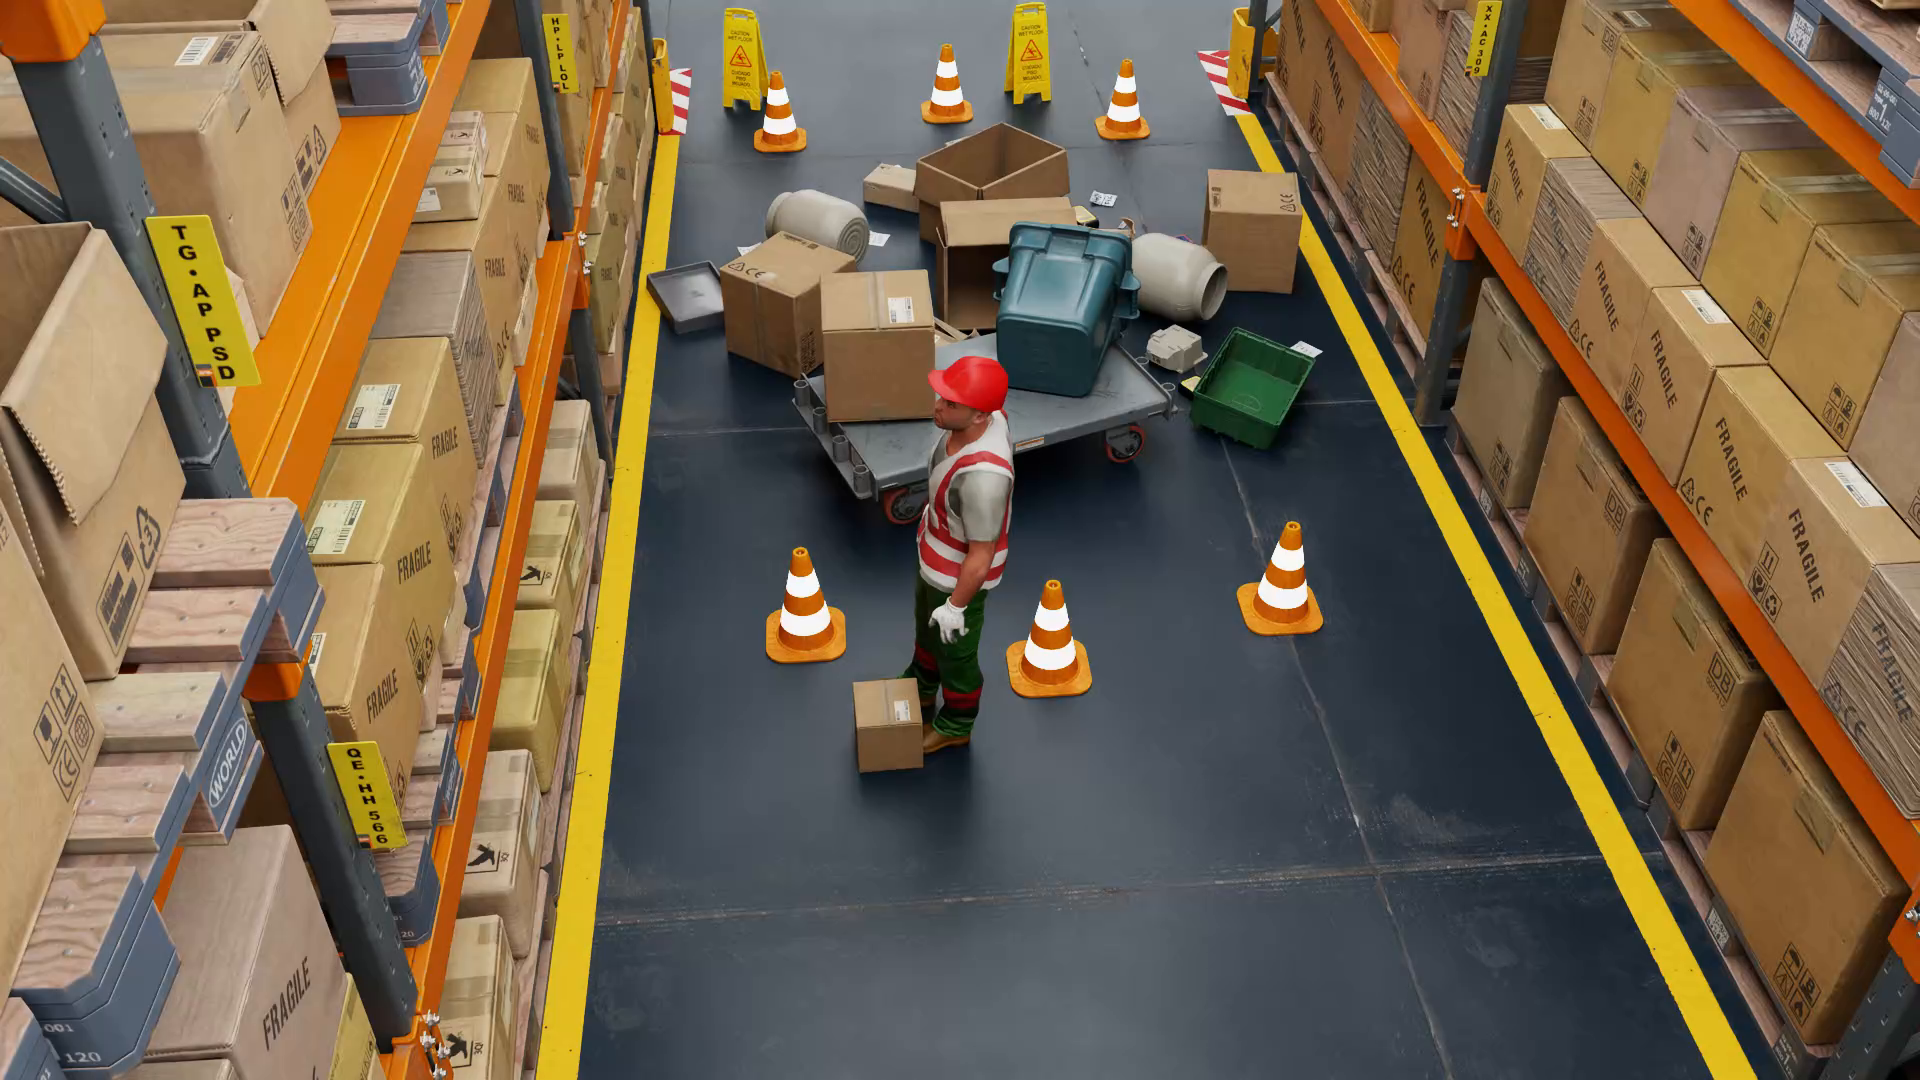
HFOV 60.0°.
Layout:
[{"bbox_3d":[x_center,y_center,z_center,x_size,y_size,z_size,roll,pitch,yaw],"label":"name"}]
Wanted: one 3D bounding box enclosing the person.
[{"bbox_3d":[-0.093,0.082,6.019,0.562,1.789,0.638,-3,39,-4],"label":"person"}]
